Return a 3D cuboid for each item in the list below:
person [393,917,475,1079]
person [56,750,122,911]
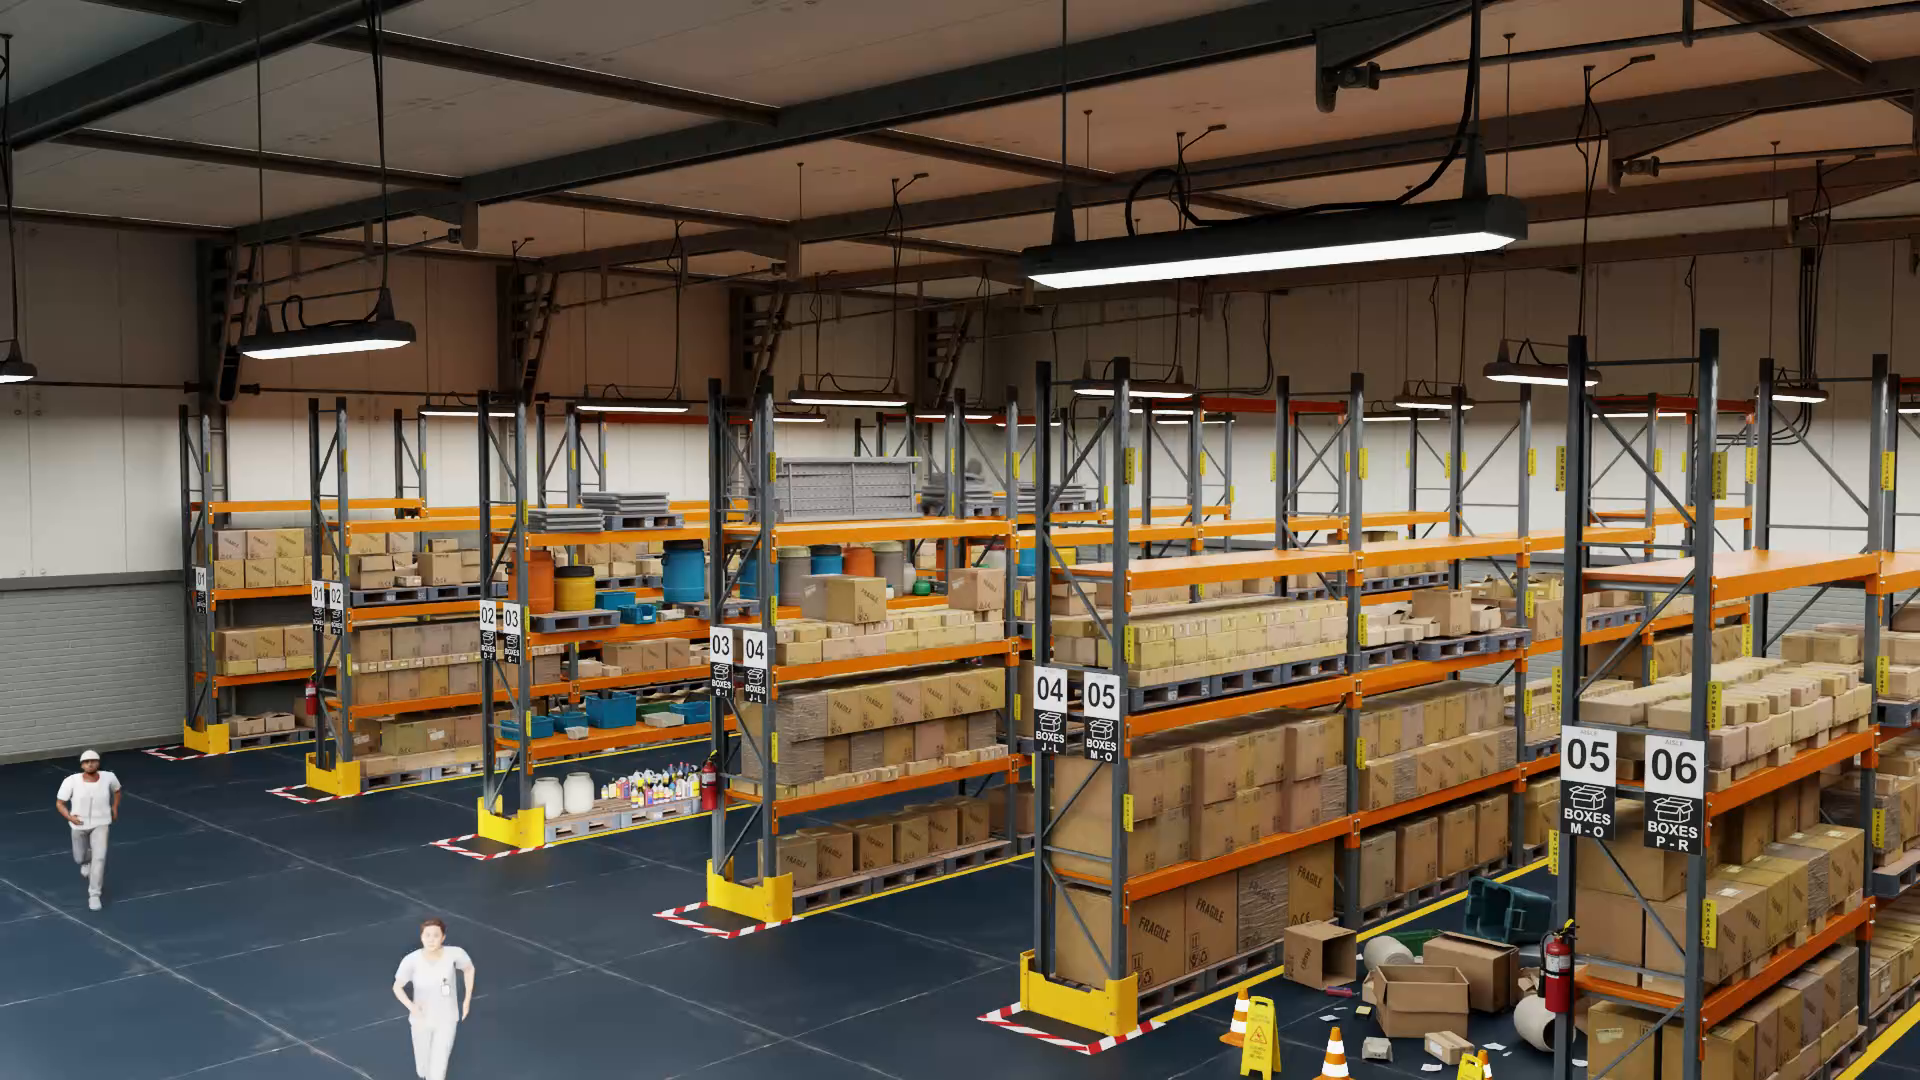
[{"bbox_3d":[-3.998,3.667,12.651,0.587,1.664,0.987,-1,3,-13],"label":"person"},{"bbox_3d":[-10.052,3.297,19.196,0.670,1.757,1.104,-1,3,-24],"label":"person"}]
